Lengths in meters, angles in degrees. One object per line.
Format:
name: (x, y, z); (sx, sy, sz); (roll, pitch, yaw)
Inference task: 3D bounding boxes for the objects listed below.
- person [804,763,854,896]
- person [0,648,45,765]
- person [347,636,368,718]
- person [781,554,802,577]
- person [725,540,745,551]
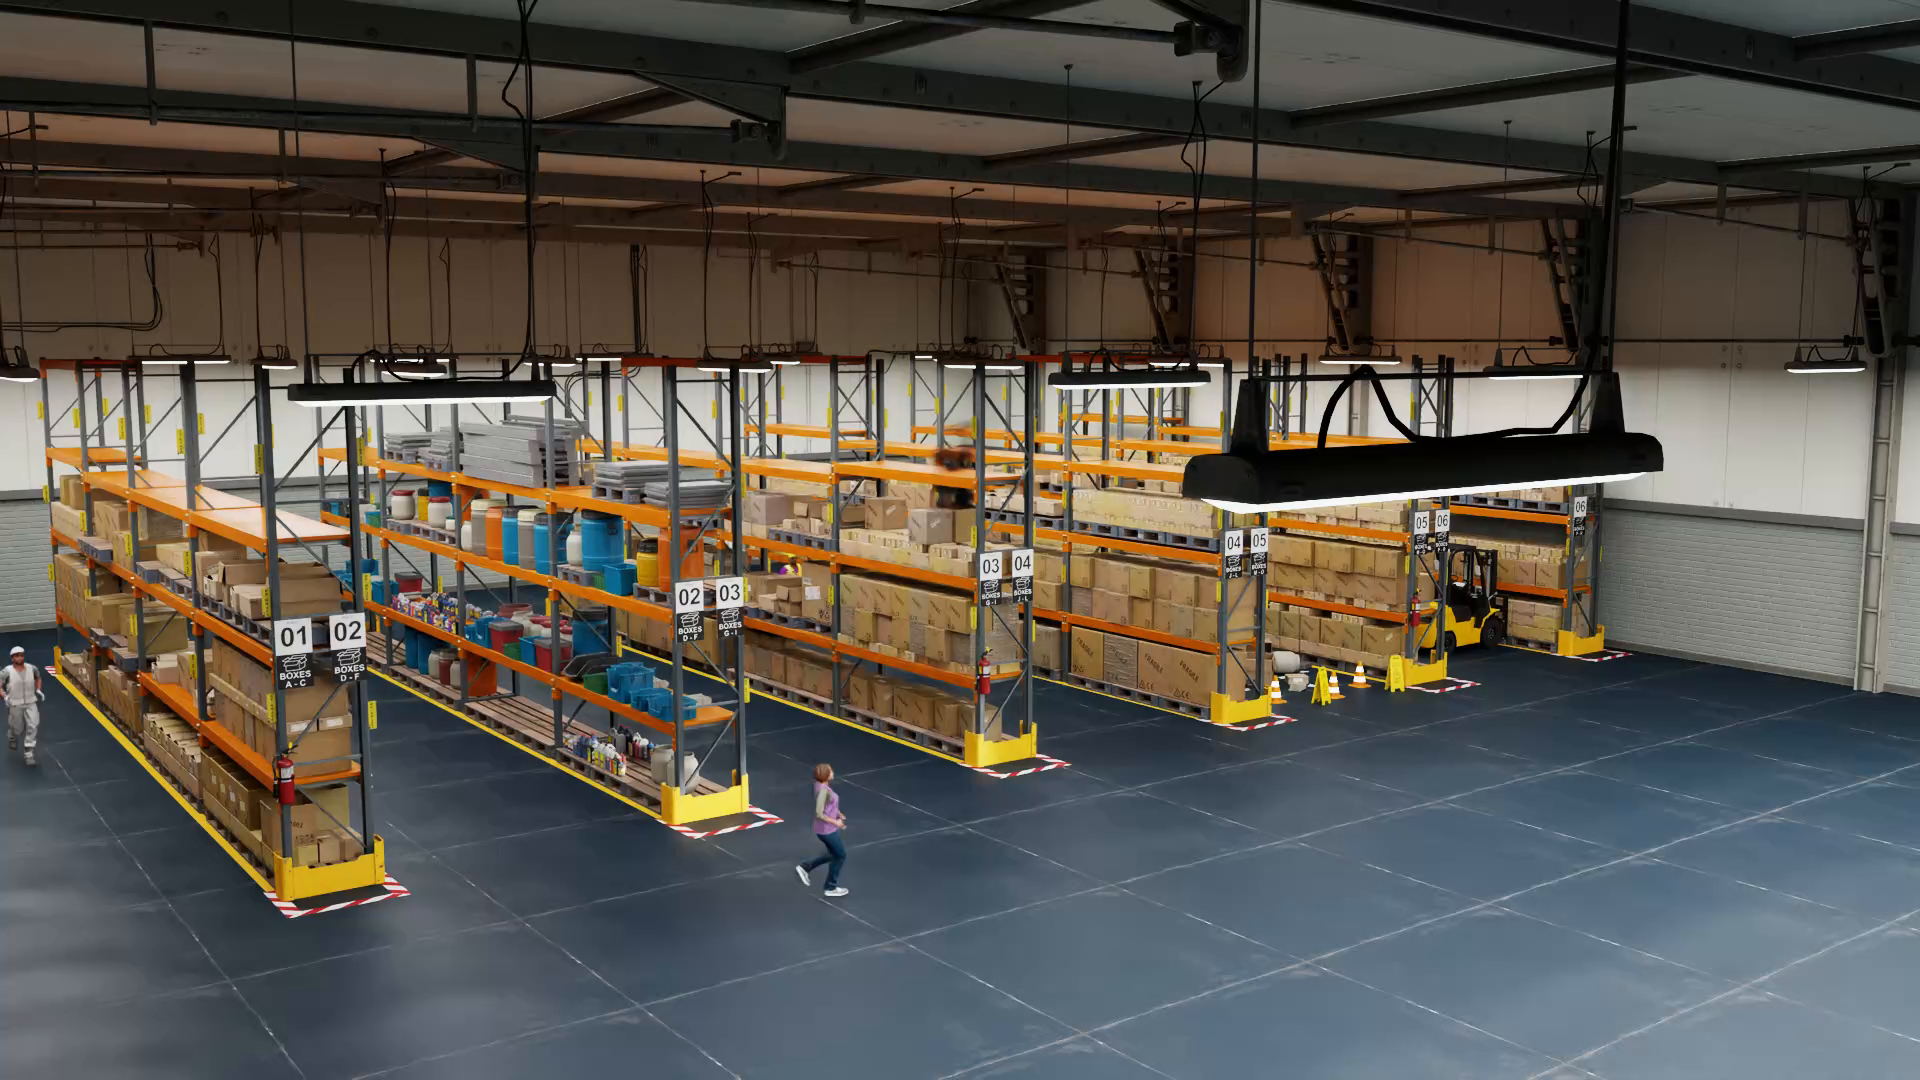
person: (-1.497, 3.296, 18.929); (0.557, 1.548, 0.533); (-1, 7, -9)
person: (-14.075, 2.475, 24.961); (0.737, 1.750, 0.666); (7, 10, 44)
person: (-10.321, 2.122, 28.135); (0.637, 1.798, 0.788); (-6, 9, -43)
person: (-3.537, 1.147, 35.962); (0.708, 1.778, 0.951); (-4, 8, -30)
person: (-5.727, 0.475, 41.411); (0.717, 1.849, 0.766); (3, 8, 25)
